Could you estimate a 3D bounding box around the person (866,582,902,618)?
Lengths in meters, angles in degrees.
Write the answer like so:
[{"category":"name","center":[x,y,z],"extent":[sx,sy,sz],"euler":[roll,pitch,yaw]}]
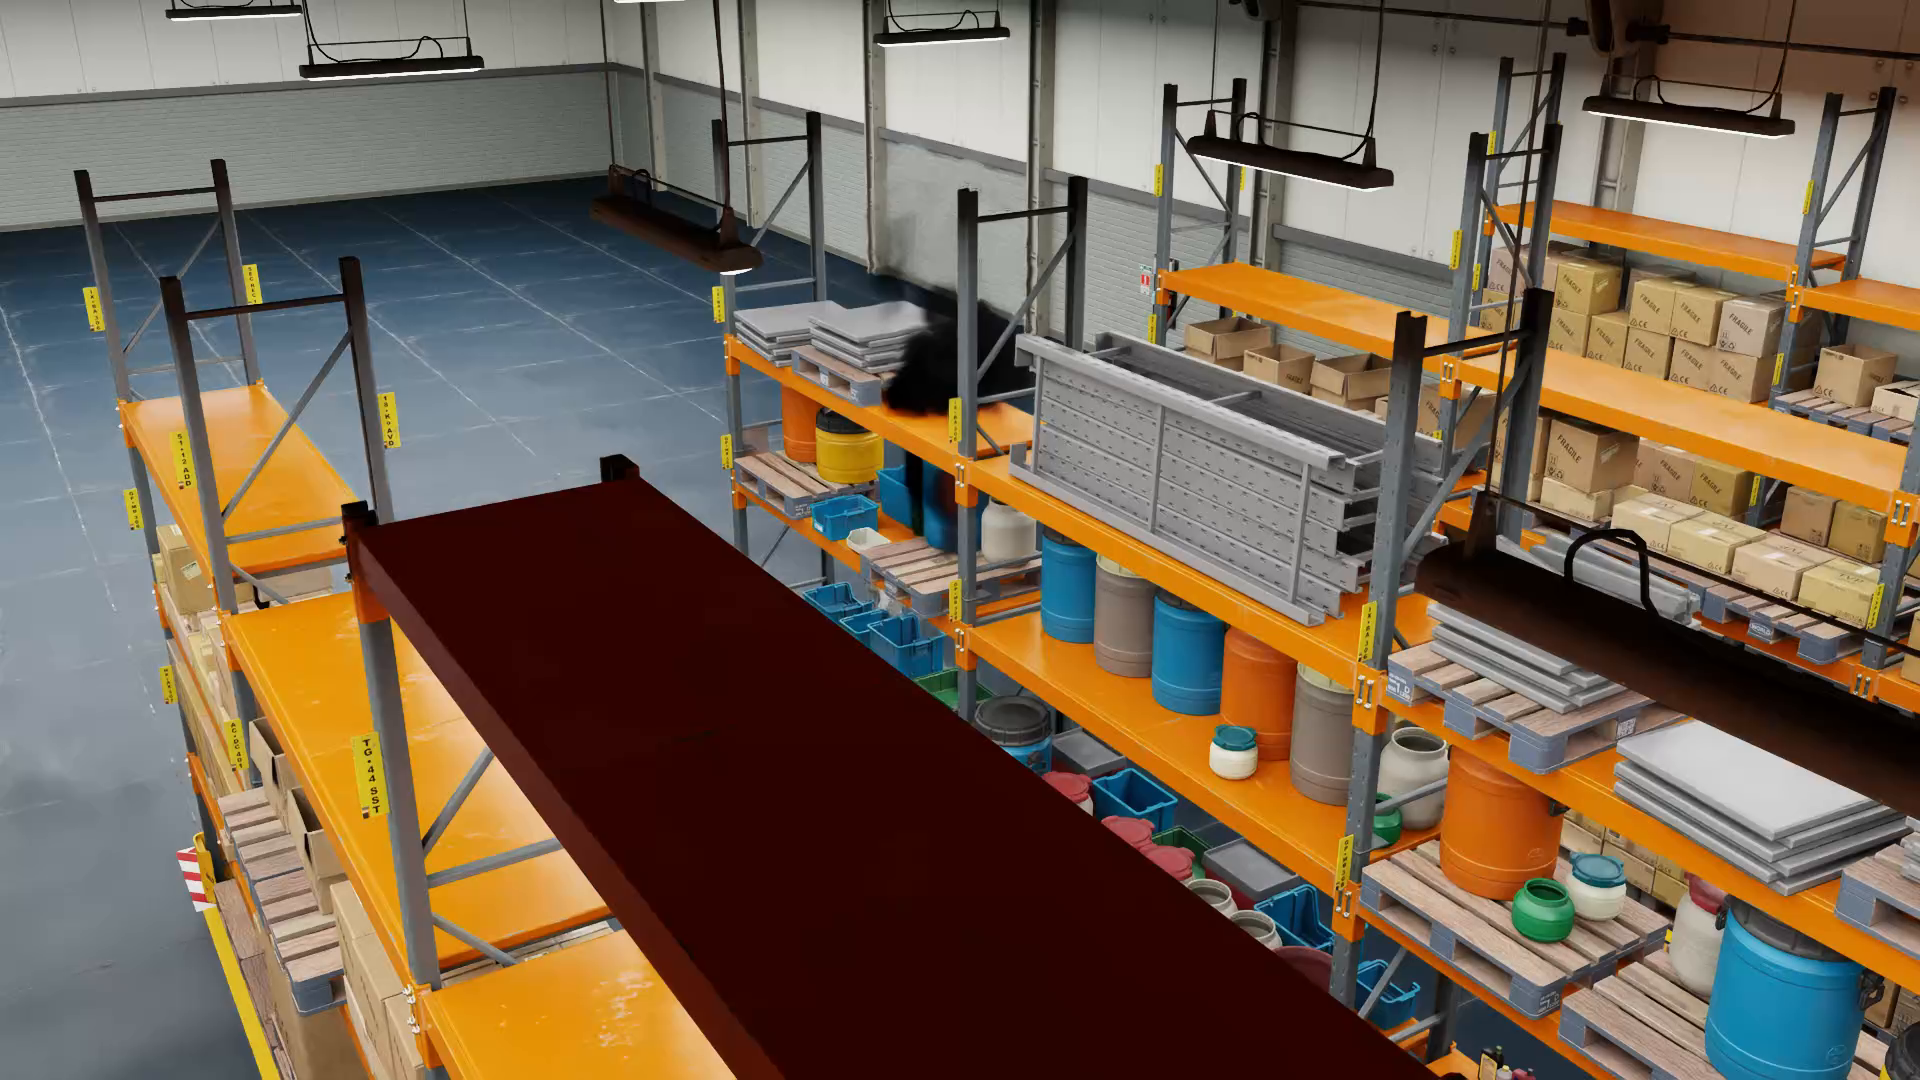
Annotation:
[{"category":"person","center":[-0.788,0.780,17.309],"extent":[0.876,1.567,0.605],"euler":[12,25,27]}]
